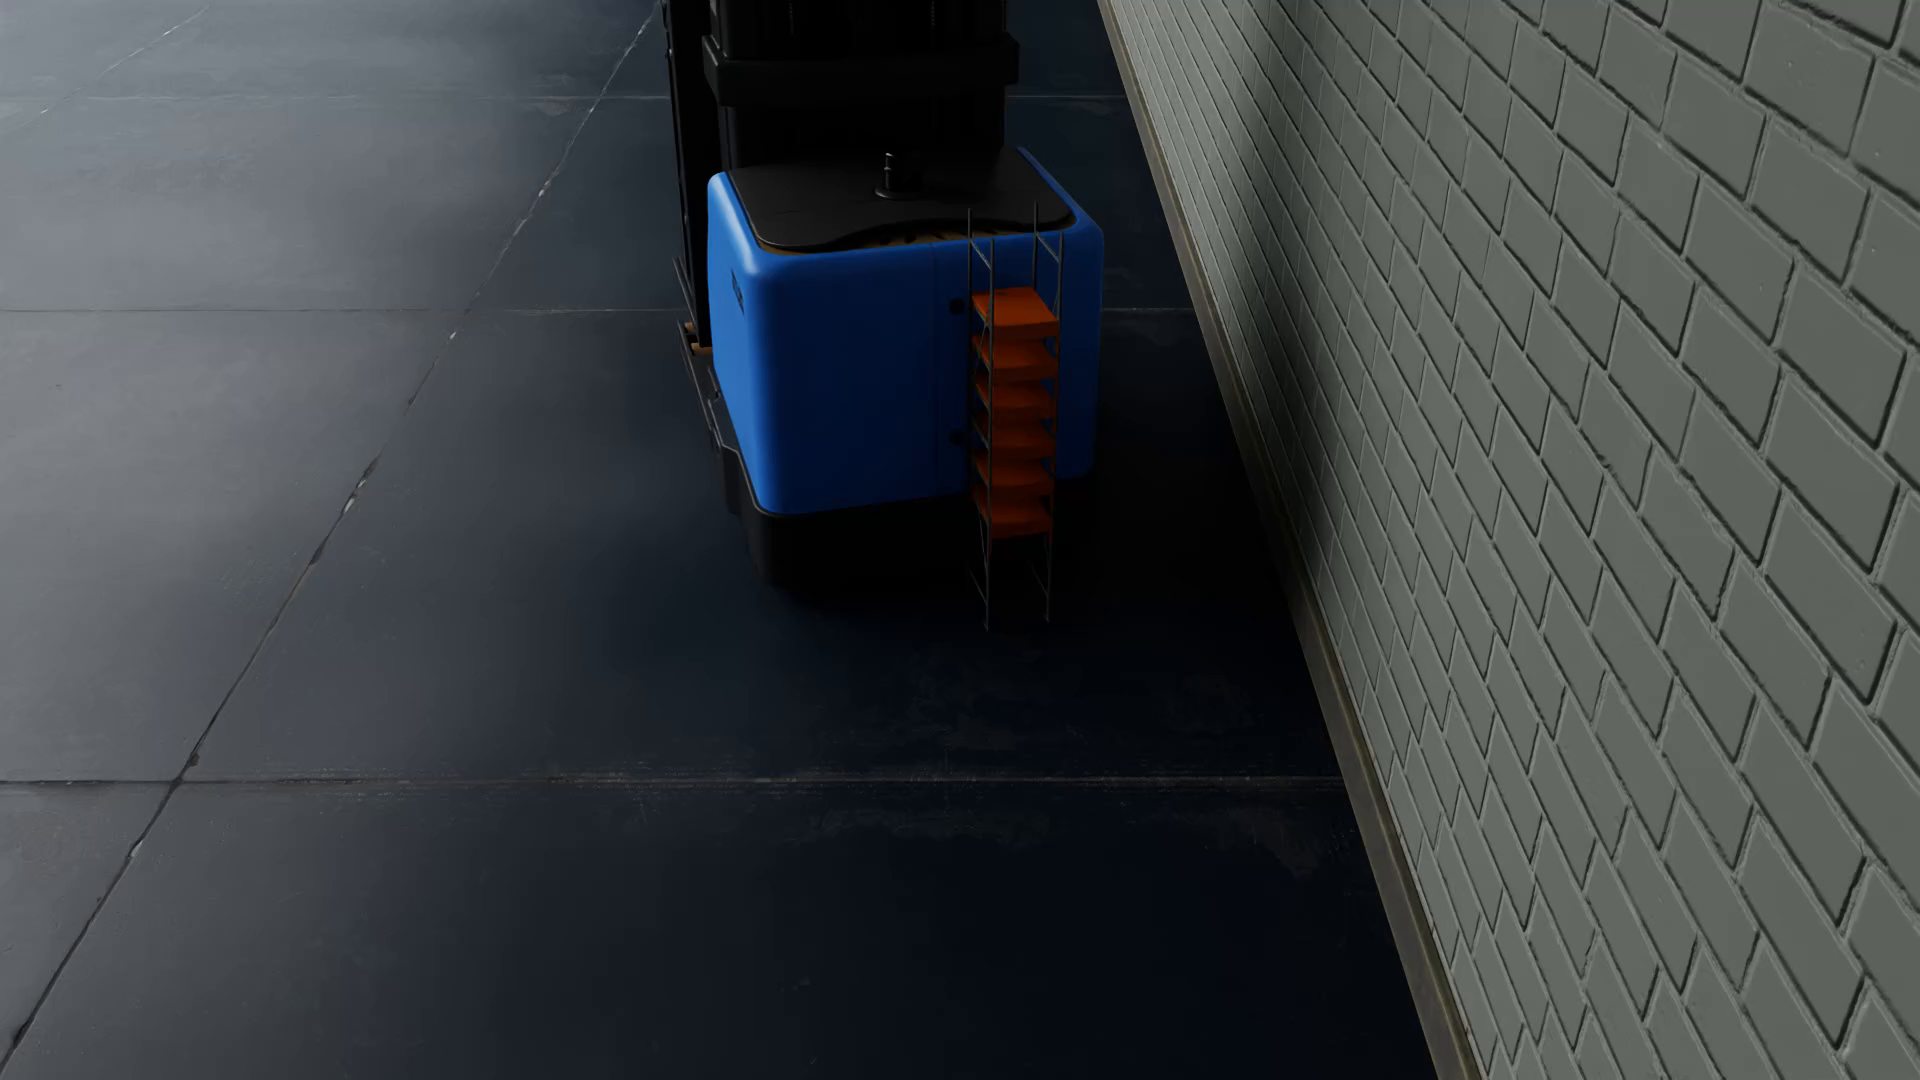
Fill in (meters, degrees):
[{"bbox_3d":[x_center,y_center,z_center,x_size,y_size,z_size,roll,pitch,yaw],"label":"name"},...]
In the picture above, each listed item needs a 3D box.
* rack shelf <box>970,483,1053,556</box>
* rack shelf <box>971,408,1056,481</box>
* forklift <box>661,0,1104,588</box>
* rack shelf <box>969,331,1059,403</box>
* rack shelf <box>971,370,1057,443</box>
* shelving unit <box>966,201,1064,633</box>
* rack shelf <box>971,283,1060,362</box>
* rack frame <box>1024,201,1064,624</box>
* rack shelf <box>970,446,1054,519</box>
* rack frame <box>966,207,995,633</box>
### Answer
[{"bbox_3d":[0.141,-0.074,4.761,0.180,0.103,0.258,-8,33,-13],"label":"rack shelf"},{"bbox_3d":[0.141,-0.278,4.635,0.180,0.103,0.258,-8,33,-13],"label":"rack shelf"},{"bbox_3d":[-0.452,-1.867,5.501,1.130,2.935,3.031,-8,32,-13],"label":"forklift"},{"bbox_3d":[0.142,-0.482,4.509,0.180,0.103,0.258,-8,33,-13],"label":"rack shelf"},{"bbox_3d":[0.142,-0.380,4.572,0.180,0.103,0.258,-8,33,-13],"label":"rack shelf"},{"bbox_3d":[0.141,-0.316,4.612,0.189,1.200,0.258,-8,33,-13],"label":"shelving unit"},{"bbox_3d":[0.142,-0.584,4.446,0.180,0.103,0.258,-8,33,-13],"label":"rack shelf"},{"bbox_3d":[0.230,-0.328,4.632,0.006,1.200,0.240,-8,33,-13],"label":"rack frame"},{"bbox_3d":[0.141,-0.176,4.698,0.180,0.103,0.258,-8,33,-13],"label":"rack shelf"},{"bbox_3d":[0.053,-0.304,4.592,0.006,1.200,0.240,-8,33,-13],"label":"rack frame"}]
